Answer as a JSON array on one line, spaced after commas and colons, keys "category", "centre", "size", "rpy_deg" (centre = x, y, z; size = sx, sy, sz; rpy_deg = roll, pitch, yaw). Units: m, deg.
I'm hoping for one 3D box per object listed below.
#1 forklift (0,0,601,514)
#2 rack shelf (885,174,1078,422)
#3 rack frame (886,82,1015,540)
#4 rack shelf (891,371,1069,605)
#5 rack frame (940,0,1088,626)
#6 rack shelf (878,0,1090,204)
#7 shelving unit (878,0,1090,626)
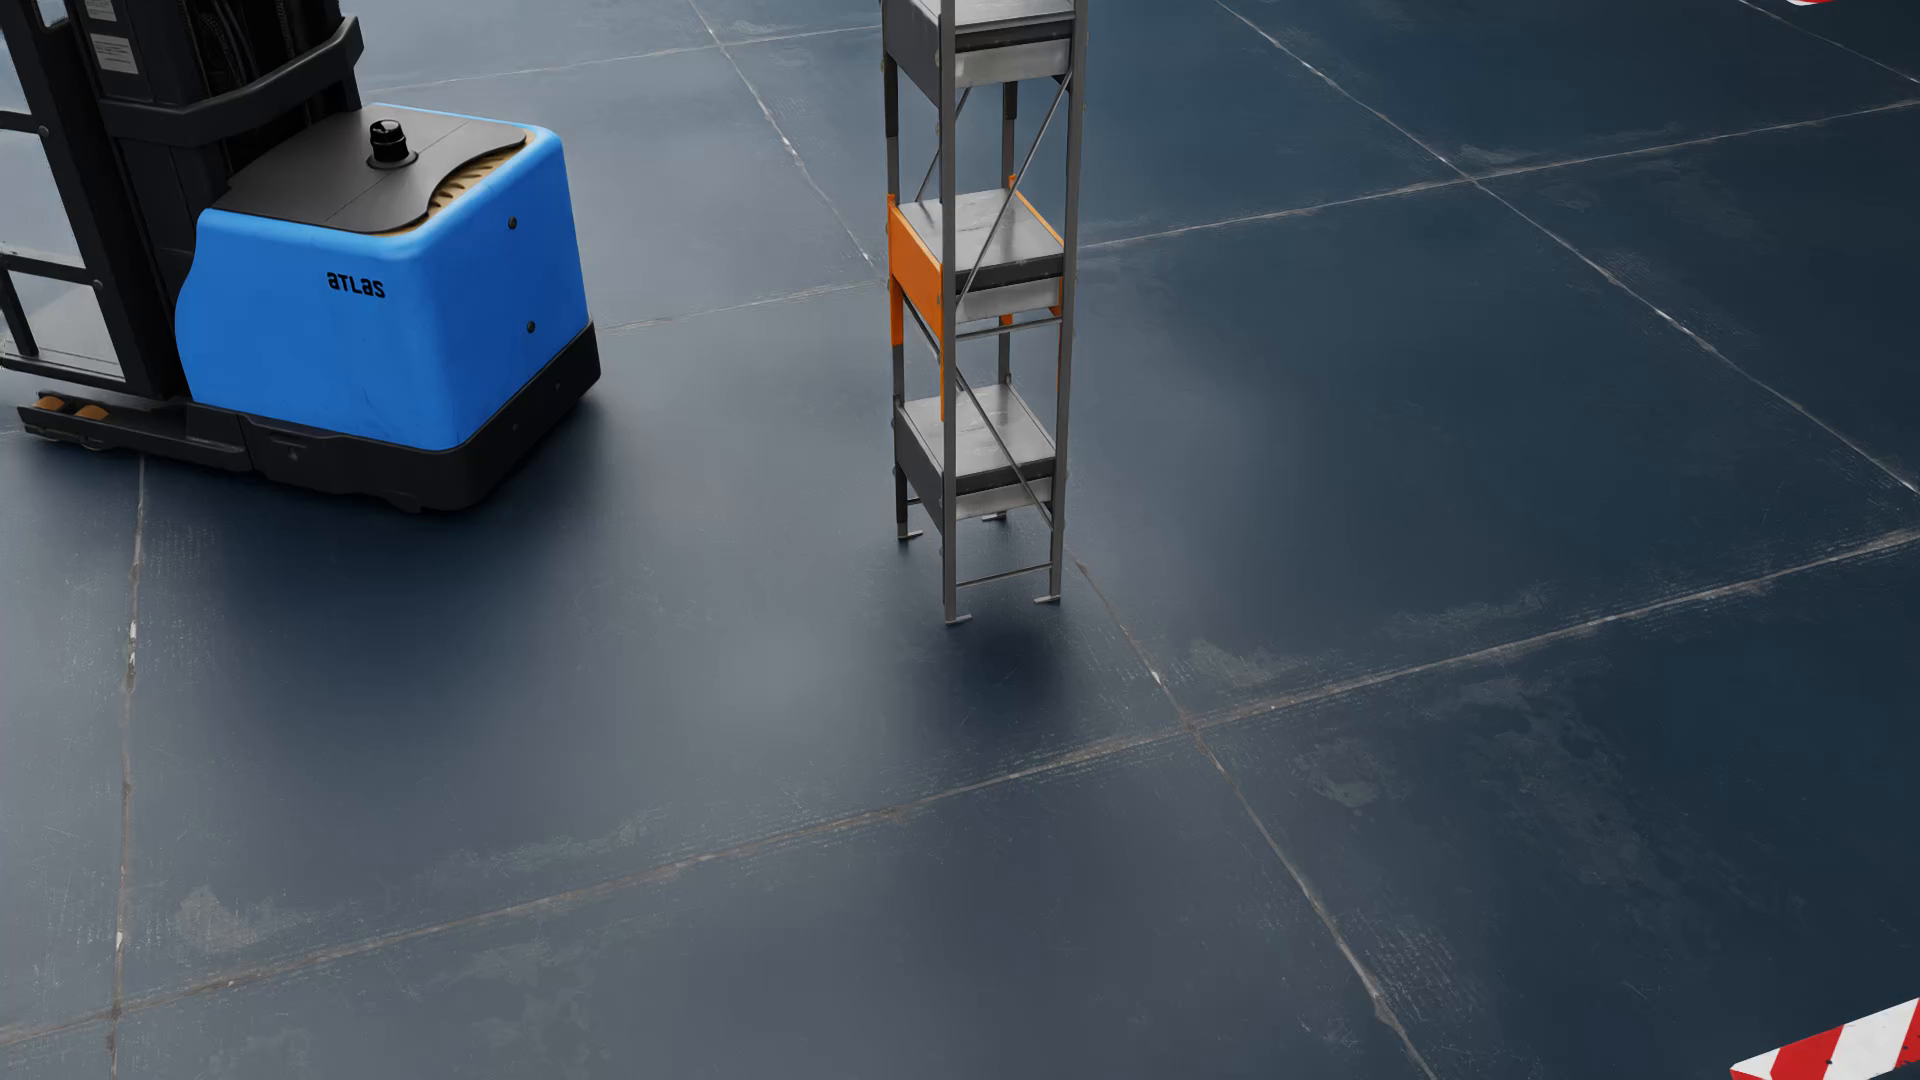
[{"category": "forklift", "centre": [-2.974, -1.790, 5.690], "size": [3.031, 2.935, 1.130], "rpy_deg": [12, 39, 15]}, {"category": "rack shelf", "centre": [0.057, -0.734, 5.002], "size": [0.431, 0.518, 0.480], "rpy_deg": [-12, 39, -16]}, {"category": "rack frame", "centre": [-0.027, -0.883, 5.177], "size": [0.400, 2.100, 0.015], "rpy_deg": [-12, 39, -16]}, {"category": "rack shelf", "centre": [0.057, -0.175, 5.423], "size": [0.431, 0.518, 0.480], "rpy_deg": [-12, 39, -16]}, {"category": "rack frame", "centre": [0.141, -0.607, 4.811], "size": [0.400, 2.100, 0.015], "rpy_deg": [-12, 39, -16]}, {"category": "rack shelf", "centre": [0.057, -1.293, 4.581], "size": [0.431, 0.518, 0.480], "rpy_deg": [-12, 39, -16]}, {"category": "shelving unit", "centre": [0.057, -0.745, 4.994], "size": [0.431, 2.100, 0.503], "rpy_deg": [-12, 39, -16]}]
